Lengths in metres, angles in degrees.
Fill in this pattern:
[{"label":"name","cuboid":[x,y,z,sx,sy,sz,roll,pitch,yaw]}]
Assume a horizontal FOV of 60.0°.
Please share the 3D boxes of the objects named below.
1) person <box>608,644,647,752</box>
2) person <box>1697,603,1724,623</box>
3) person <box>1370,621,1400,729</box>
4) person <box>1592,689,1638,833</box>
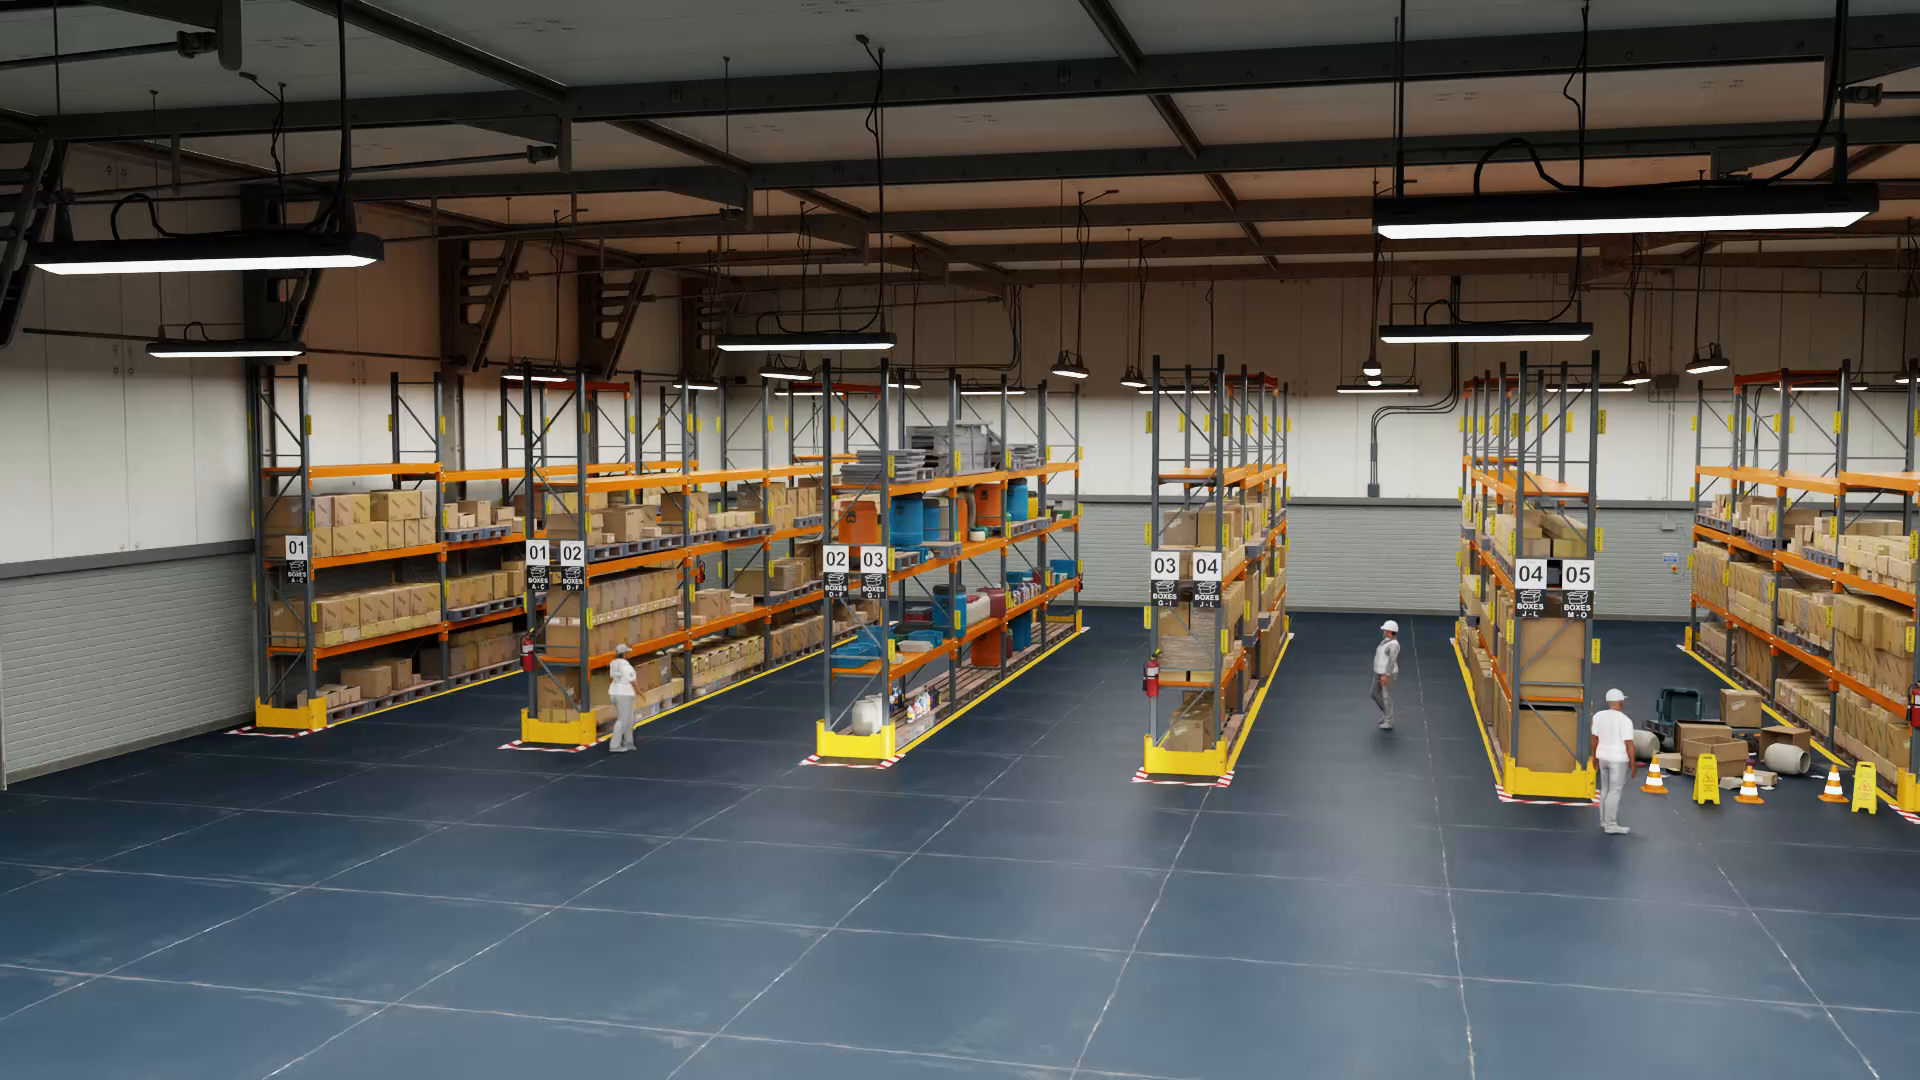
[{"label":"person","cuboid":[-5.143,2.441,25.487,0.578,1.719,0.507,-3,5,-41]},{"label":"person","cuboid":[17.249,1.543,38.076,0.976,1.622,0.612,3,5,35]},{"label":"person","cuboid":[7.062,2.217,27.585,0.415,1.777,0.626,-1,4,-10]},{"label":"person","cuboid":[8.105,2.719,20.460,0.479,1.786,0.623,-2,4,-23]}]
